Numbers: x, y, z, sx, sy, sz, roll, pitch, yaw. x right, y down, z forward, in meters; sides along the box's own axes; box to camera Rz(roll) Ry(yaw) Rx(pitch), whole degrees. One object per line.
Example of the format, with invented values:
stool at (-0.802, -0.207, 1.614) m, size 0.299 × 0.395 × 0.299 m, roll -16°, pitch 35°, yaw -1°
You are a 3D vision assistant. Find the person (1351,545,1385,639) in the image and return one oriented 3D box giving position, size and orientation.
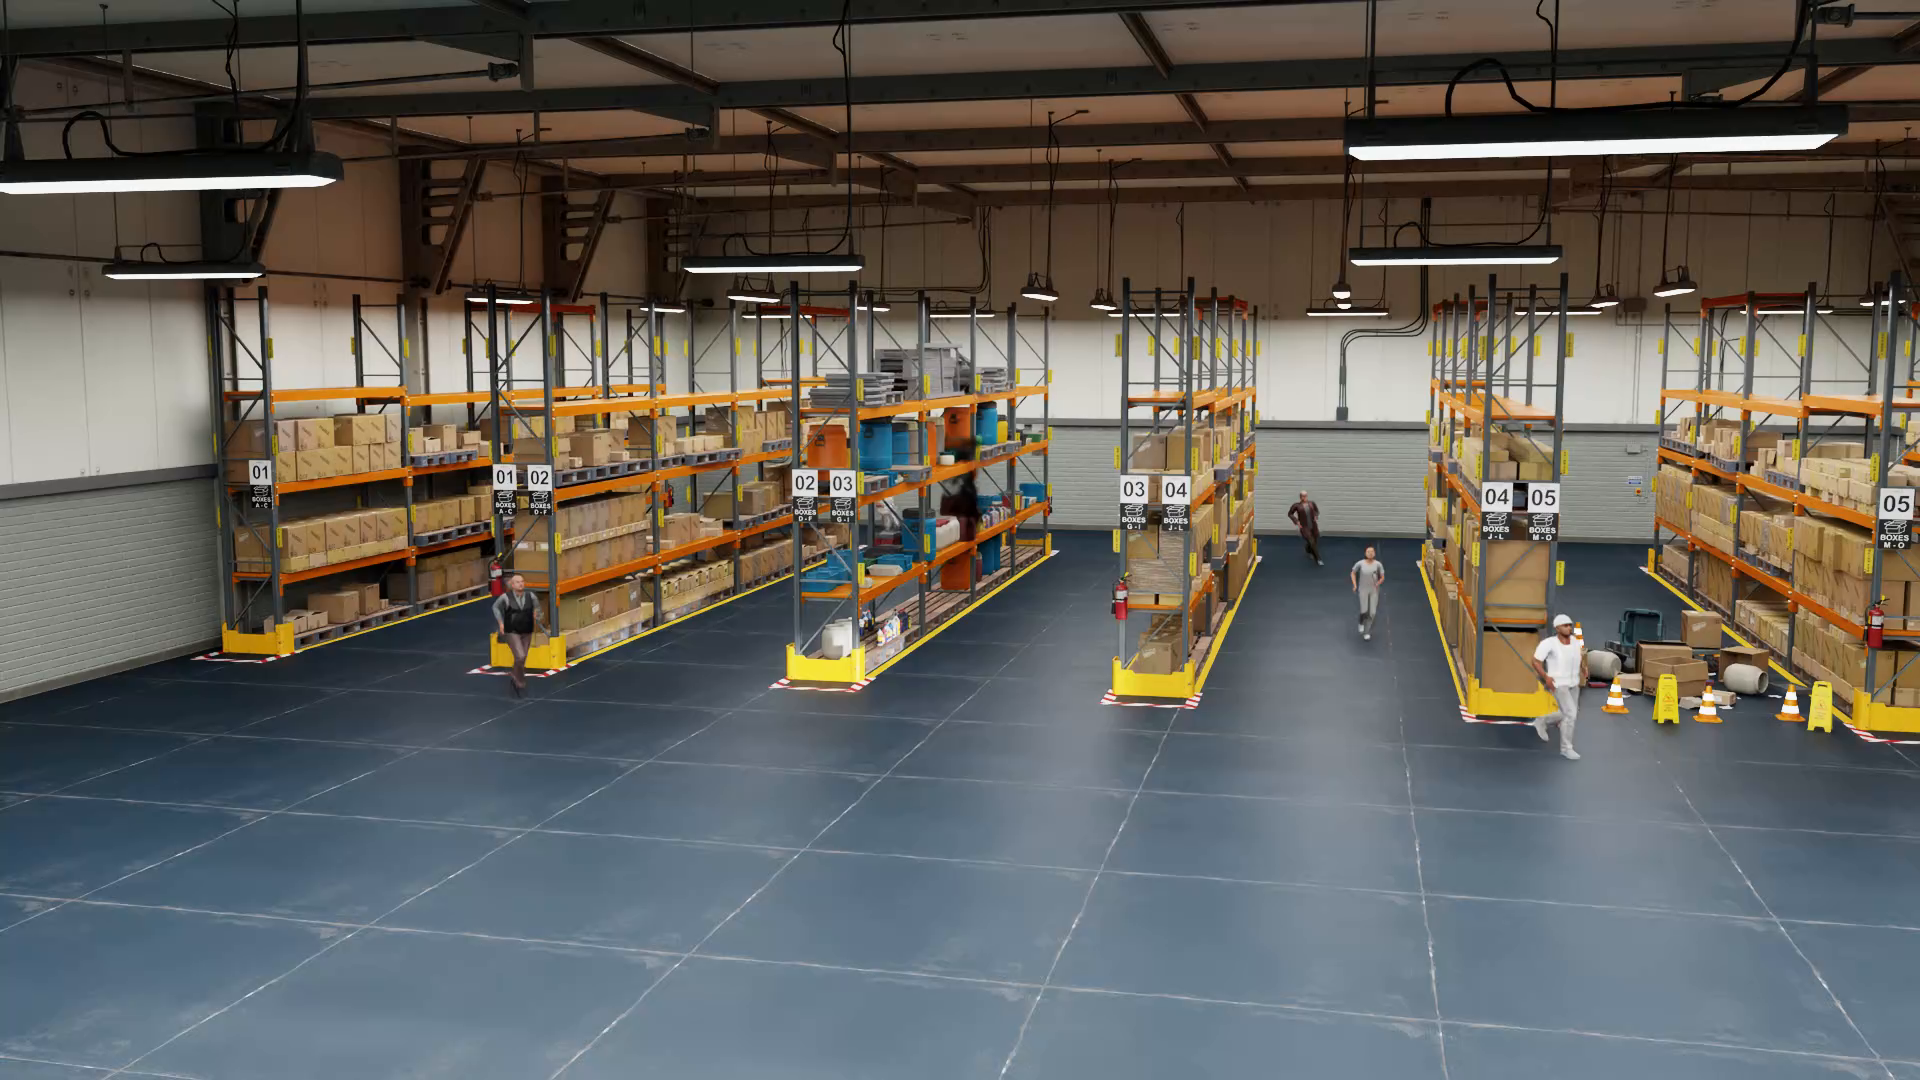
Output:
person at (7.037, 0.906, 28.665) m, size 0.566 × 1.630 × 0.557 m, roll 1°, pitch 7°, yaw 6°

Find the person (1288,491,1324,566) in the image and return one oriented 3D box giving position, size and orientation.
person at (8.010, -0.288, 38.696) m, size 0.722 × 1.728 × 0.963 m, roll -2°, pitch 7°, yaw -13°

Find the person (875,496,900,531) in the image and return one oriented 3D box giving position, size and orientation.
person at (-1.829, -0.678, 41.908) m, size 0.694 × 1.754 × 0.627 m, roll -5°, pitch 8°, yaw -35°

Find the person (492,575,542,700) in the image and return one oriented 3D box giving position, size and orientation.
person at (-6.374, 1.380, 24.090) m, size 0.641 × 1.764 × 0.795 m, roll -5°, pitch 9°, yaw -40°

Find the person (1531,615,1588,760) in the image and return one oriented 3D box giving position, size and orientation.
person at (7.430, 1.786, 20.589) m, size 0.691 × 1.756 × 0.770 m, roll -3°, pitch 7°, yaw -27°
